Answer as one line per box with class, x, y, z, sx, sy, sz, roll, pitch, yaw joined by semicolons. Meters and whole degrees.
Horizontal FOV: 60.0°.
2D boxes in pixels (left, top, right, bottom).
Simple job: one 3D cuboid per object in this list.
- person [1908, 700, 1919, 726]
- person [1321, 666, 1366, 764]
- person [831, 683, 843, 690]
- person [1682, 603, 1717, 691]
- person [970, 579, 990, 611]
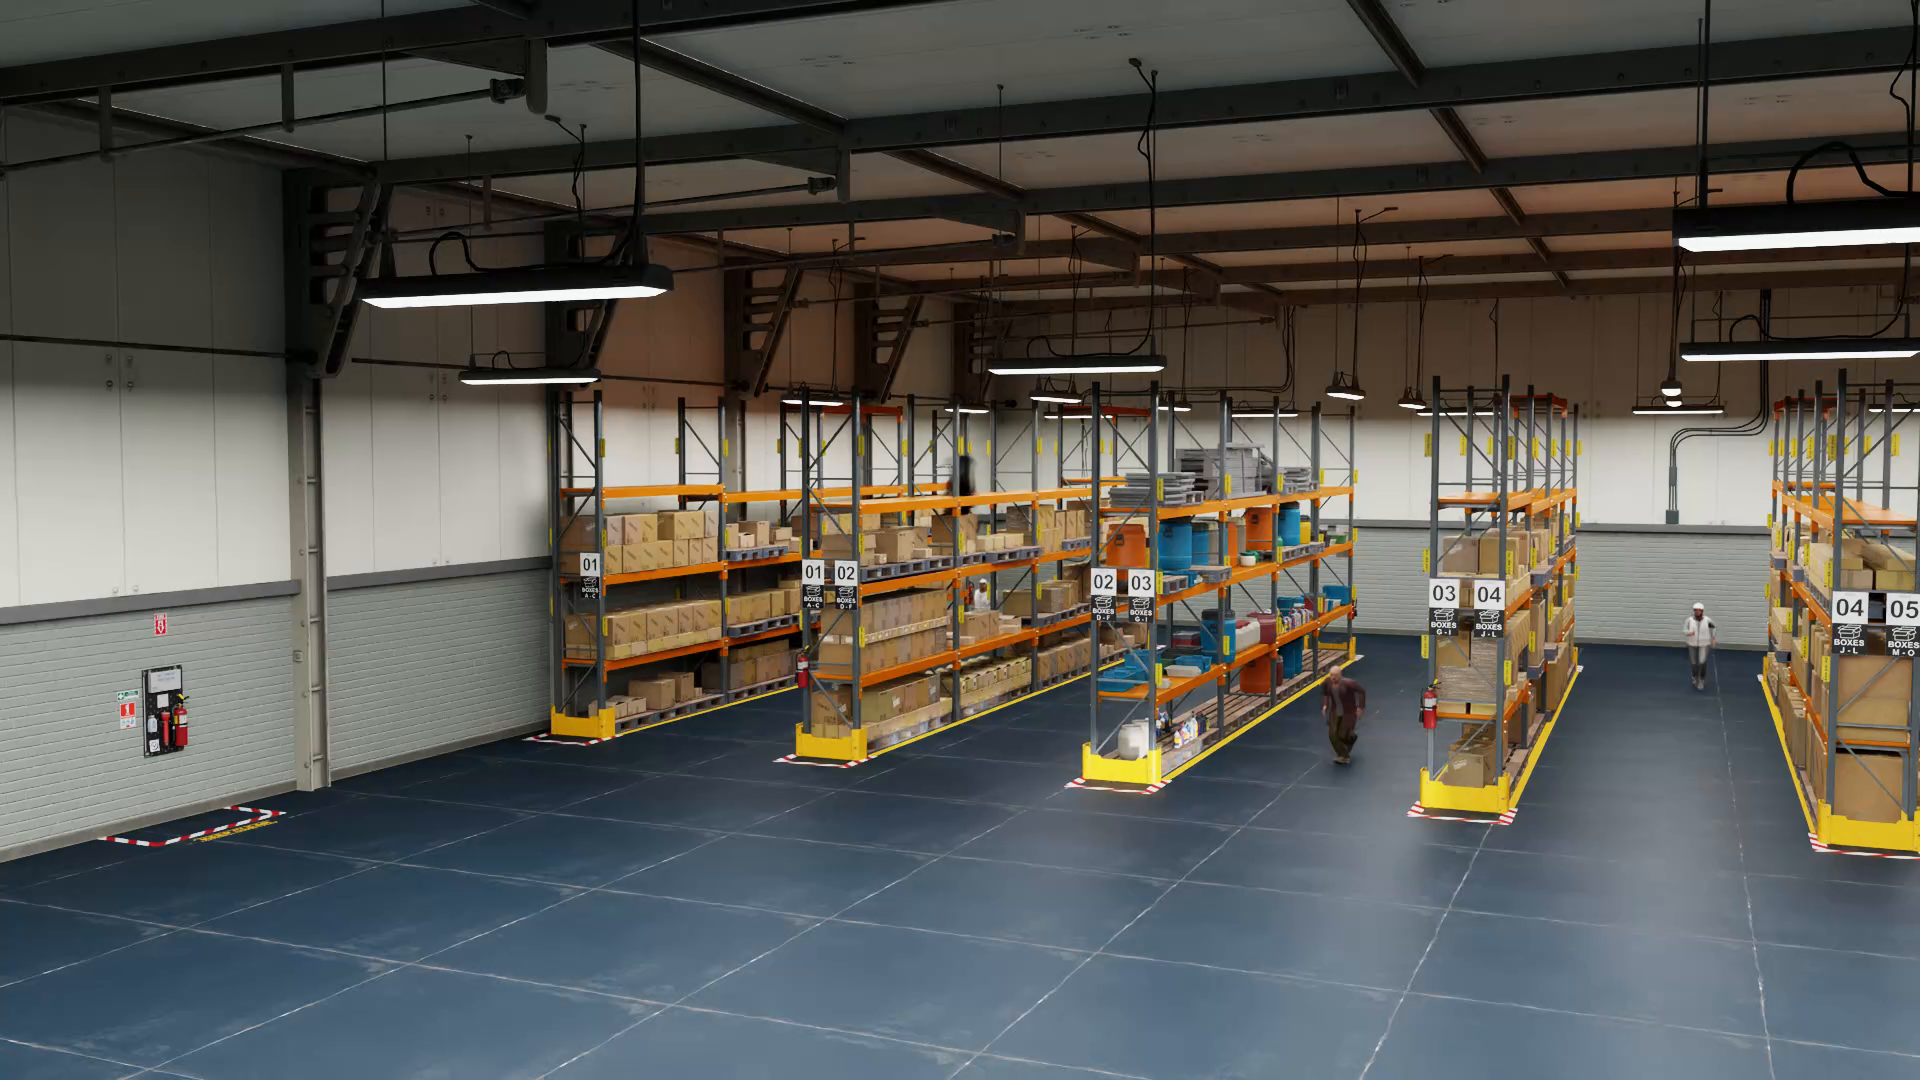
person;17.122;2.549;29.871;0.551;1.669;0.752;1;3;12
person;6.095;2.843;26.315;0.724;1.452;0.918;2;4;35
person;-2.331;2.487;30.722;0.745;1.663;0.661;-2;4;-32
person;15.346;2.214;34.543;0.635;1.826;0.829;2;4;29
person;0.567;1.833;40.913;0.691;1.762;0.995;1;3;17
